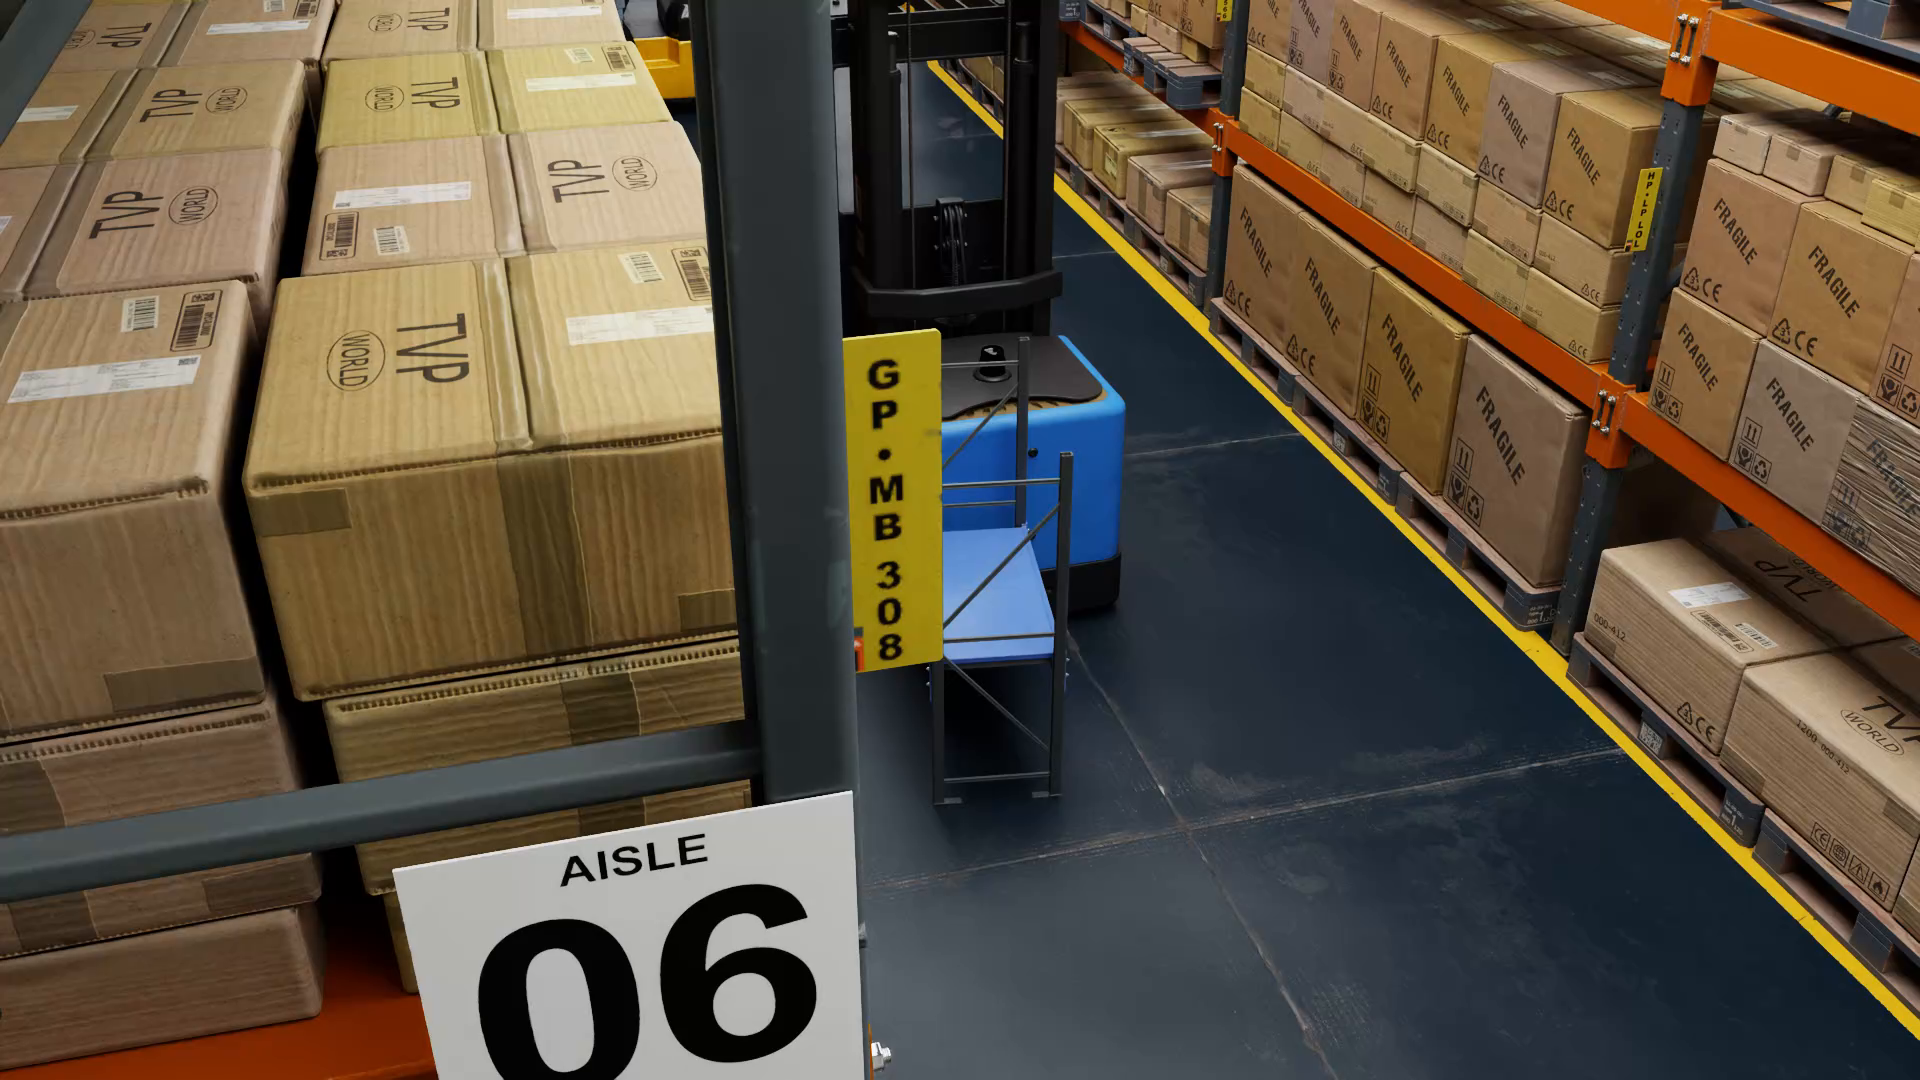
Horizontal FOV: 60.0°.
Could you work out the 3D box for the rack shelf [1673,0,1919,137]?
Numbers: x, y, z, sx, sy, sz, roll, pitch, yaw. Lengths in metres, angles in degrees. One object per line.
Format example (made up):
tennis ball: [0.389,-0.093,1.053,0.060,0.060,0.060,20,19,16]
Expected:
rack shelf: [3.666,-0.891,4.519,1.077,0.370,4.000,-8,31,-13]

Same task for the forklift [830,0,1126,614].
forklift: [-0.184,-1.570,8.037,1.130,2.935,3.031,-9,31,-15]

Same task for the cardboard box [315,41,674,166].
cardboard box: [-0.726,-0.592,2.637,0.500,0.250,0.500,-8,31,-14]

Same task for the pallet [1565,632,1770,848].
pallet: [3.262,0.714,6.806,1.003,0.211,1.213,-8,31,-13]

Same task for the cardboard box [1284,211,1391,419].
cardboard box: [2.410,-1.289,9.184,0.875,0.875,0.875,-7,31,-13]

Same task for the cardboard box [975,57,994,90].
cardboard box: [0.445,-4.232,14.892,0.500,0.250,0.500,-9,31,-15]

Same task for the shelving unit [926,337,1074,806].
shelving unit: [0.086,0.110,6.563,0.538,1.500,1.048,-3,30,-6]

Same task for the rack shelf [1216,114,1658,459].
rack shelf: [2.605,-1.525,8.609,1.077,0.370,4.000,-8,31,-13]

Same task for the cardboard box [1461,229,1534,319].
cardboard box: [2.639,-1.235,7.539,0.500,0.250,0.500,-8,31,-14]

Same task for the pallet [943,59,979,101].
pallet: [0.472,-4.437,15.706,1.003,0.211,1.213,-8,31,-13]

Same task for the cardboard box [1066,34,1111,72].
cardboard box: [1.116,-4.371,14.385,0.500,0.500,0.500,-6,31,-11]

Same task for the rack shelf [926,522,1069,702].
rack shelf: [0.086,0.265,6.653,0.538,0.185,1.000,-3,30,-6]

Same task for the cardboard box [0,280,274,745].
cardboard box: [-0.975,-0.033,1.672,0.500,0.250,0.500,-9,31,-15]

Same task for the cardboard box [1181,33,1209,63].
cardboard box: [1.619,-3.122,10.482,0.380,0.149,0.250,-7,31,-13]

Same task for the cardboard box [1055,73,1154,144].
cardboard box: [1.154,-3.526,13.551,0.950,0.372,0.625,-7,31,-13]

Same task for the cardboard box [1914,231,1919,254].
cardboard box: [3.211,-0.940,5.135,0.380,0.149,0.250,-9,31,-15]

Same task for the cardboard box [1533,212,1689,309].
cardboard box: [2.784,-1.202,6.984,0.500,0.250,0.500,-8,31,-13]

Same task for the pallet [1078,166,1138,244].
pallet: [1.548,-2.561,12.464,1.003,0.211,1.213,-8,31,-13]

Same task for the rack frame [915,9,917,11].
rack frame: [-0.050,-6.666,16.773,1.000,3.000,0.127,-8,31,-13]

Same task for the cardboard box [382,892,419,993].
cardboard box: [-0.448,0.349,1.909,0.380,0.149,0.250,-7,31,-12]

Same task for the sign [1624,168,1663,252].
sign: [2.615,-1.260,6.356,0.100,0.325,0.005,-8,31,-13]

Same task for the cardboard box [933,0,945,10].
cardboard box: [0.048,-5.293,15.977,0.500,0.500,0.500,-9,31,-15]

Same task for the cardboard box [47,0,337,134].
cardboard box: [-1.366,-0.777,2.957,0.500,0.250,0.500,-8,31,-13]

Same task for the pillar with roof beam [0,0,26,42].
pillar with roof beam: [1.817,-2.921,4.314,9.100,9.000,0.400,-8,31,-13]

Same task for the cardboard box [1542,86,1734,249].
cardboard box: [2.775,-1.529,6.799,0.500,0.500,0.500,-7,31,-12]

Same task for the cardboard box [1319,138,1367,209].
cardboard box: [2.248,-1.968,8.805,0.500,0.250,0.500,-7,31,-12]

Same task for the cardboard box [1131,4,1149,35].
cardboard box: [1.363,-3.492,11.120,0.380,0.149,0.250,-7,31,-12]

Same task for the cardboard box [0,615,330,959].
cardboard box: [-0.968,0.183,1.799,0.500,0.250,0.500,-8,31,-14]

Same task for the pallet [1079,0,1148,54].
pallet: [1.509,-3.670,11.788,1.003,0.211,1.213,-8,31,-13]

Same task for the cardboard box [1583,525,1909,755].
cardboard box: [3.199,0.374,6.748,0.875,0.438,0.875,-8,31,-14]

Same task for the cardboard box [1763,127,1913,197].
cardboard box: [3.053,-1.319,5.788,0.380,0.149,0.250,-7,31,-13]

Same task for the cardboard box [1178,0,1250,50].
cardboard box: [1.685,-3.339,10.208,0.500,0.500,0.500,-9,31,-15]

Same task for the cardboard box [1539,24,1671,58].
cardboard box: [3.003,-2.082,7.754,0.500,0.500,0.500,-9,31,-15]

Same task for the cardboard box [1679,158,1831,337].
cardboard box: [3.028,-1.084,6.031,0.500,0.500,0.500,-8,31,-13]

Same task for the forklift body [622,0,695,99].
forklift body: [-2.572,-4.964,14.679,2.313,2.155,1.214,-8,31,-13]

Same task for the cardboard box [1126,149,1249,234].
cardboard box: [1.730,-2.476,11.738,0.950,0.372,0.625,-8,31,-14]

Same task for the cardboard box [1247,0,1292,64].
cardboard box: [1.969,-3.008,9.354,0.500,0.500,0.500,-9,31,-15]

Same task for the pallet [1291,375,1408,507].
pallet: [2.531,-0.617,9.104,1.003,0.211,1.213,-8,31,-13]

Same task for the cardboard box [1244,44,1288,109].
cardboard box: [1.970,-2.676,9.530,0.500,0.250,0.500,-8,31,-14]

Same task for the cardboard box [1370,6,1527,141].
cardboard box: [2.363,-2.273,8.085,0.500,0.500,0.500,-7,31,-12]

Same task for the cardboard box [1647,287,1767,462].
cardboard box: [3.008,-0.652,6.283,0.500,0.500,0.500,-7,31,-12]

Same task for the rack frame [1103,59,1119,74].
rack frame: [1.012,-4.734,13.435,1.000,3.000,0.127,-8,31,-13]

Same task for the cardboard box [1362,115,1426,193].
cardboard box: [2.349,-1.937,8.253,0.500,0.250,0.500,-7,31,-12]
